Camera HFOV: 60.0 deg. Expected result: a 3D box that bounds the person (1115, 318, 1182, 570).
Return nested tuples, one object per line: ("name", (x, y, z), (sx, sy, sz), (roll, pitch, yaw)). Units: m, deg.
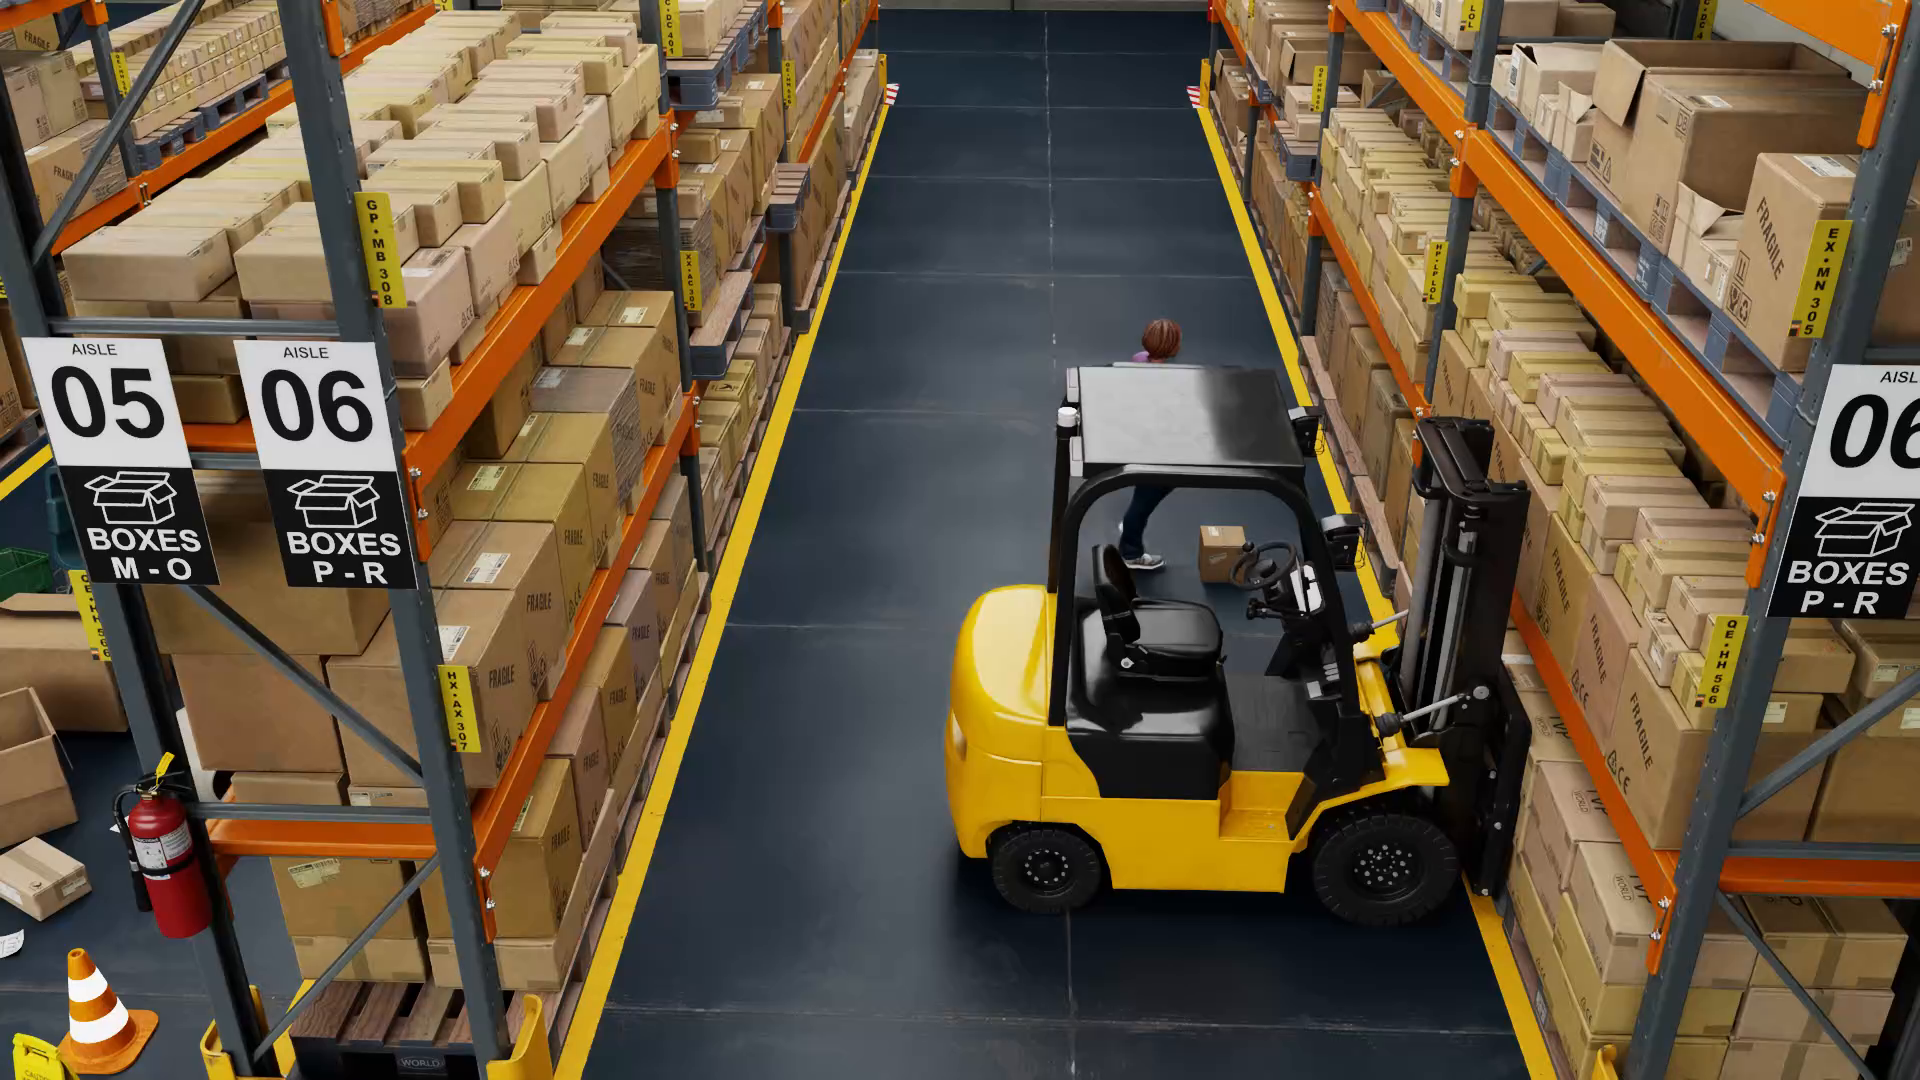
("person", (1.134, -0.533, 9.590), (0.443, 1.599, 0.474), (-4, 29, -7))
